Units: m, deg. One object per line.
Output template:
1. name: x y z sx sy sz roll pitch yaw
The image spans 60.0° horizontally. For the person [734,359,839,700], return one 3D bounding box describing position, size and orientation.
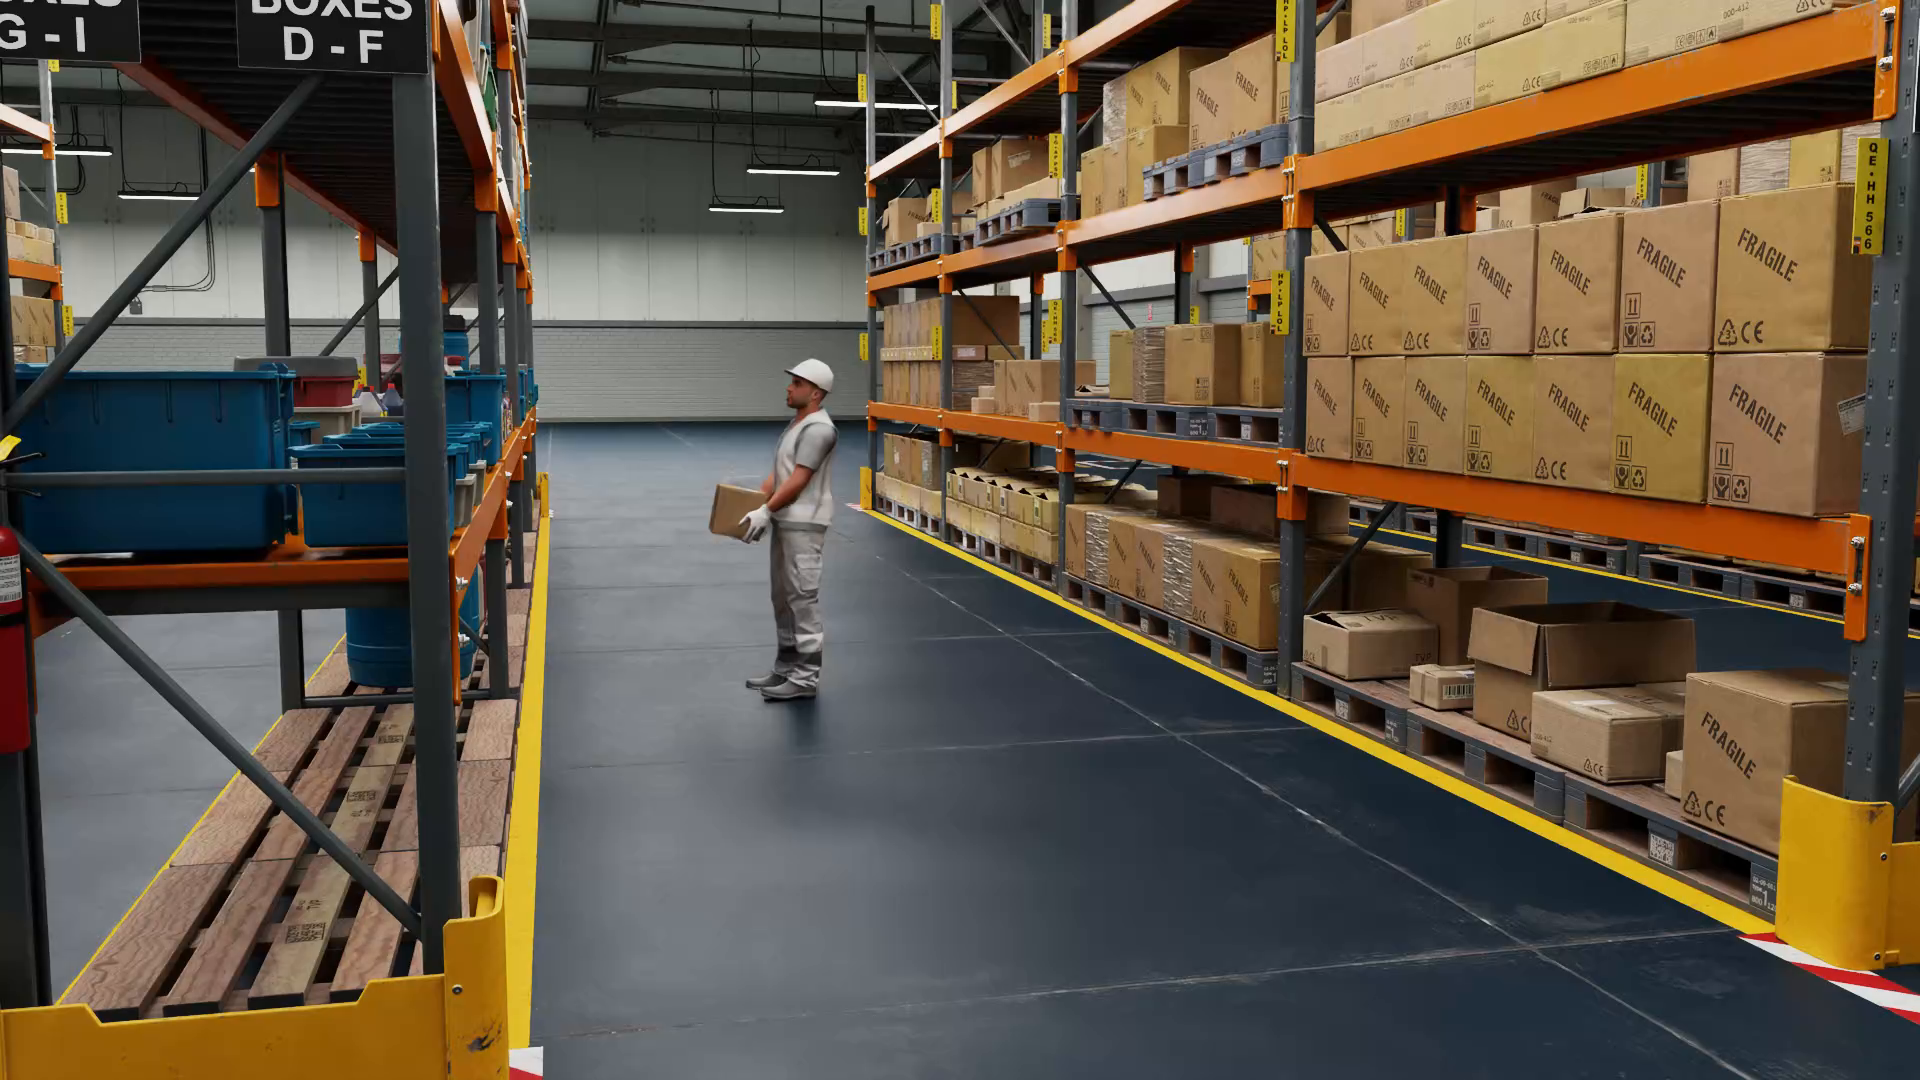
1. person: -0.930 -0.055 8.780 0.546 1.793 0.527 -2 6 -19
